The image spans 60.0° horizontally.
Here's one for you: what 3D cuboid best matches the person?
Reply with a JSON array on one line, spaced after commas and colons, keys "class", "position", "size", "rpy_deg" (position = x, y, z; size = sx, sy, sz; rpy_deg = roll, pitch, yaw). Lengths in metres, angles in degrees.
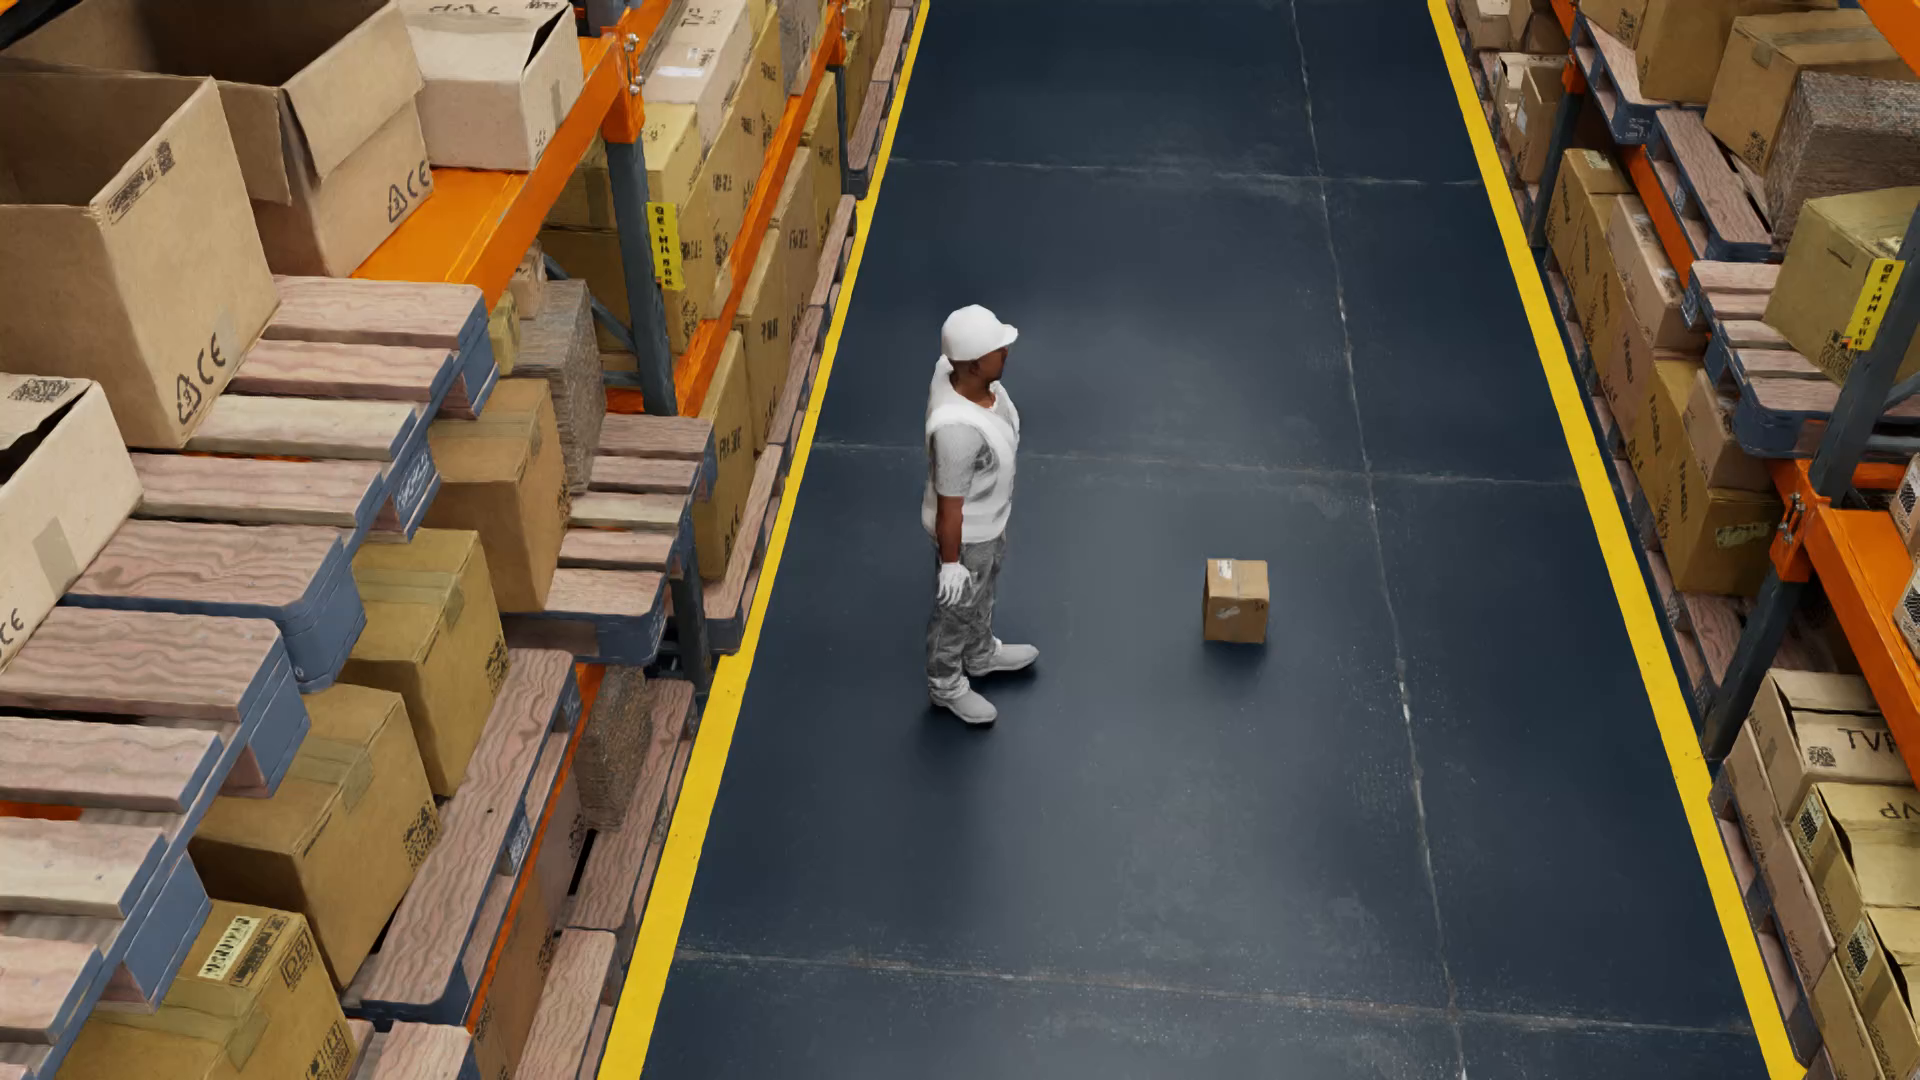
[{"class": "person", "position": [0.080, -0.079, 6.201], "size": [0.452, 1.791, 0.671], "rpy_deg": [4, 40, 5]}]
